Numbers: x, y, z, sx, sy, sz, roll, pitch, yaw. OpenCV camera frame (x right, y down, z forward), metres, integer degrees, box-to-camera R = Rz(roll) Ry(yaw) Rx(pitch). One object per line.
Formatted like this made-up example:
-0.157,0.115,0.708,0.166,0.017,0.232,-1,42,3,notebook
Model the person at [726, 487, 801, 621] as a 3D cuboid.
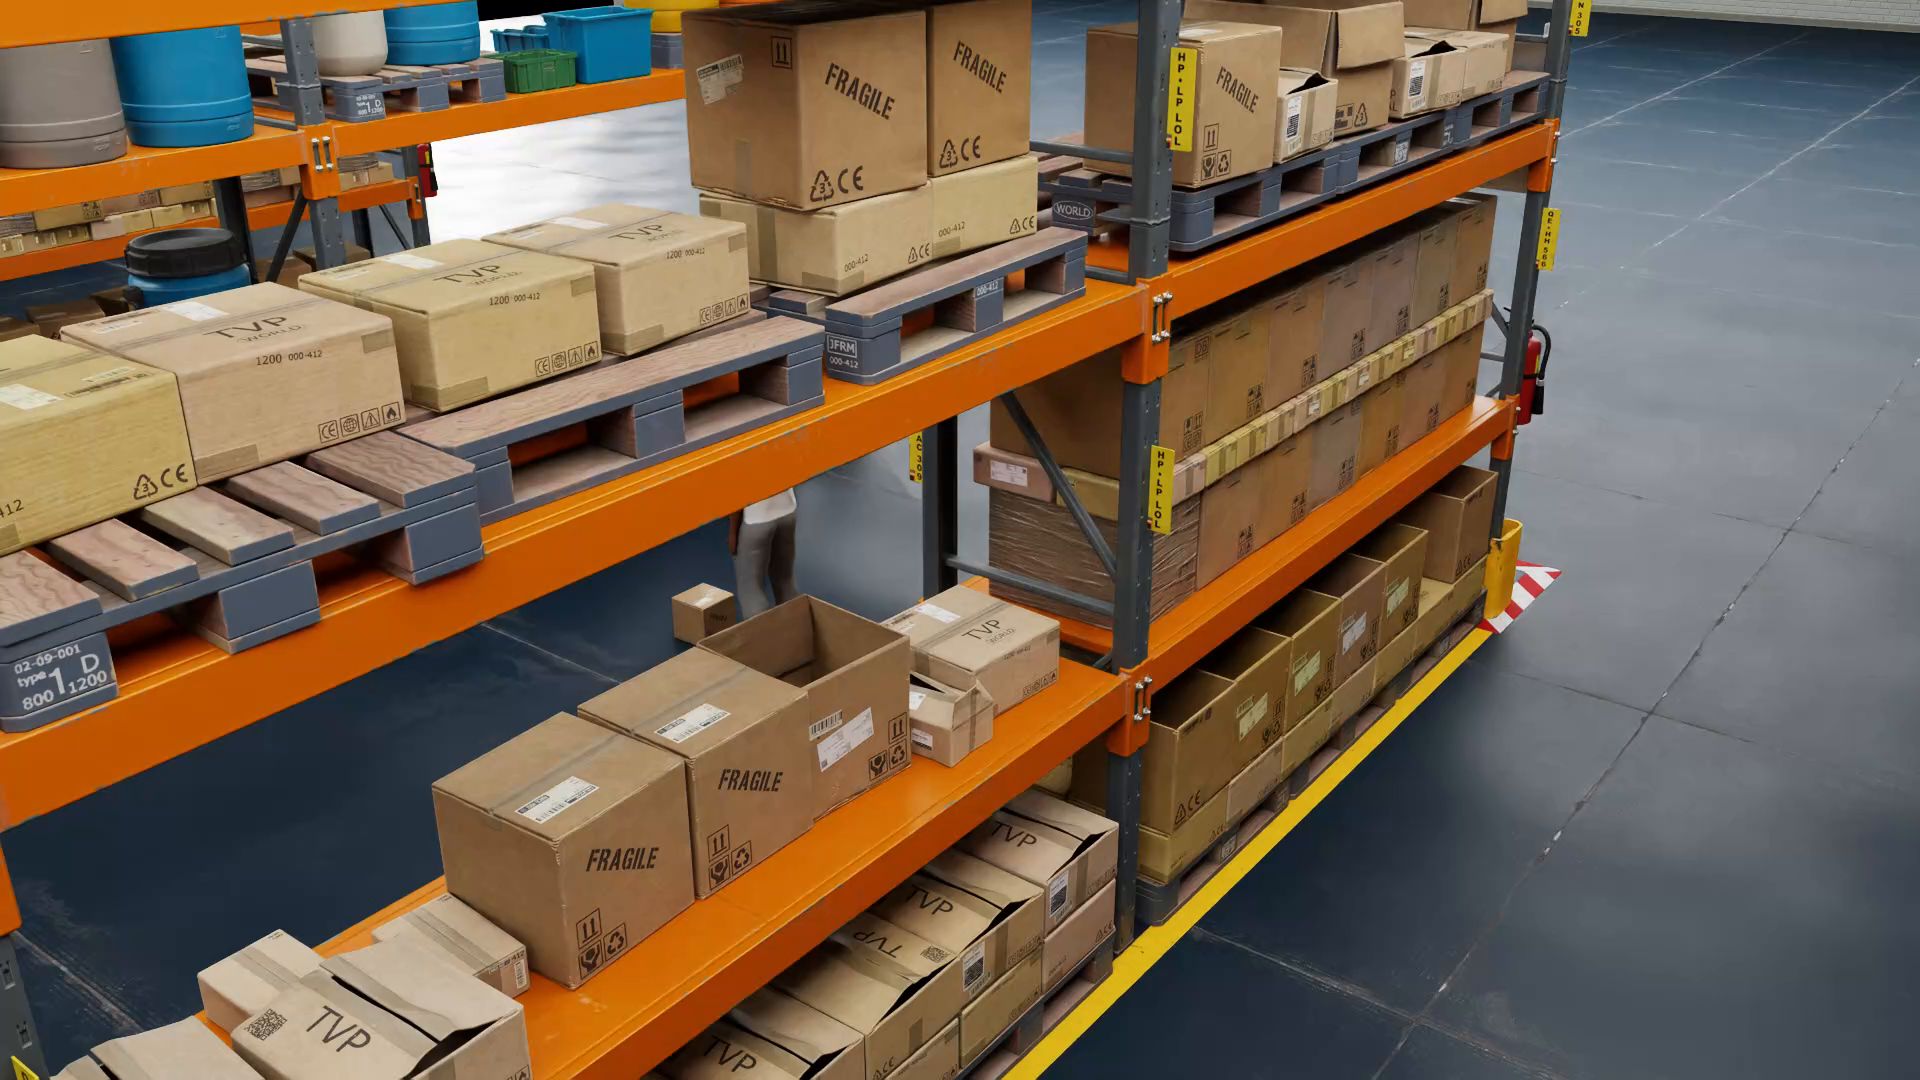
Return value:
-1.064,-0.099,8.810,0.339,1.678,0.436,18,29,35,person
